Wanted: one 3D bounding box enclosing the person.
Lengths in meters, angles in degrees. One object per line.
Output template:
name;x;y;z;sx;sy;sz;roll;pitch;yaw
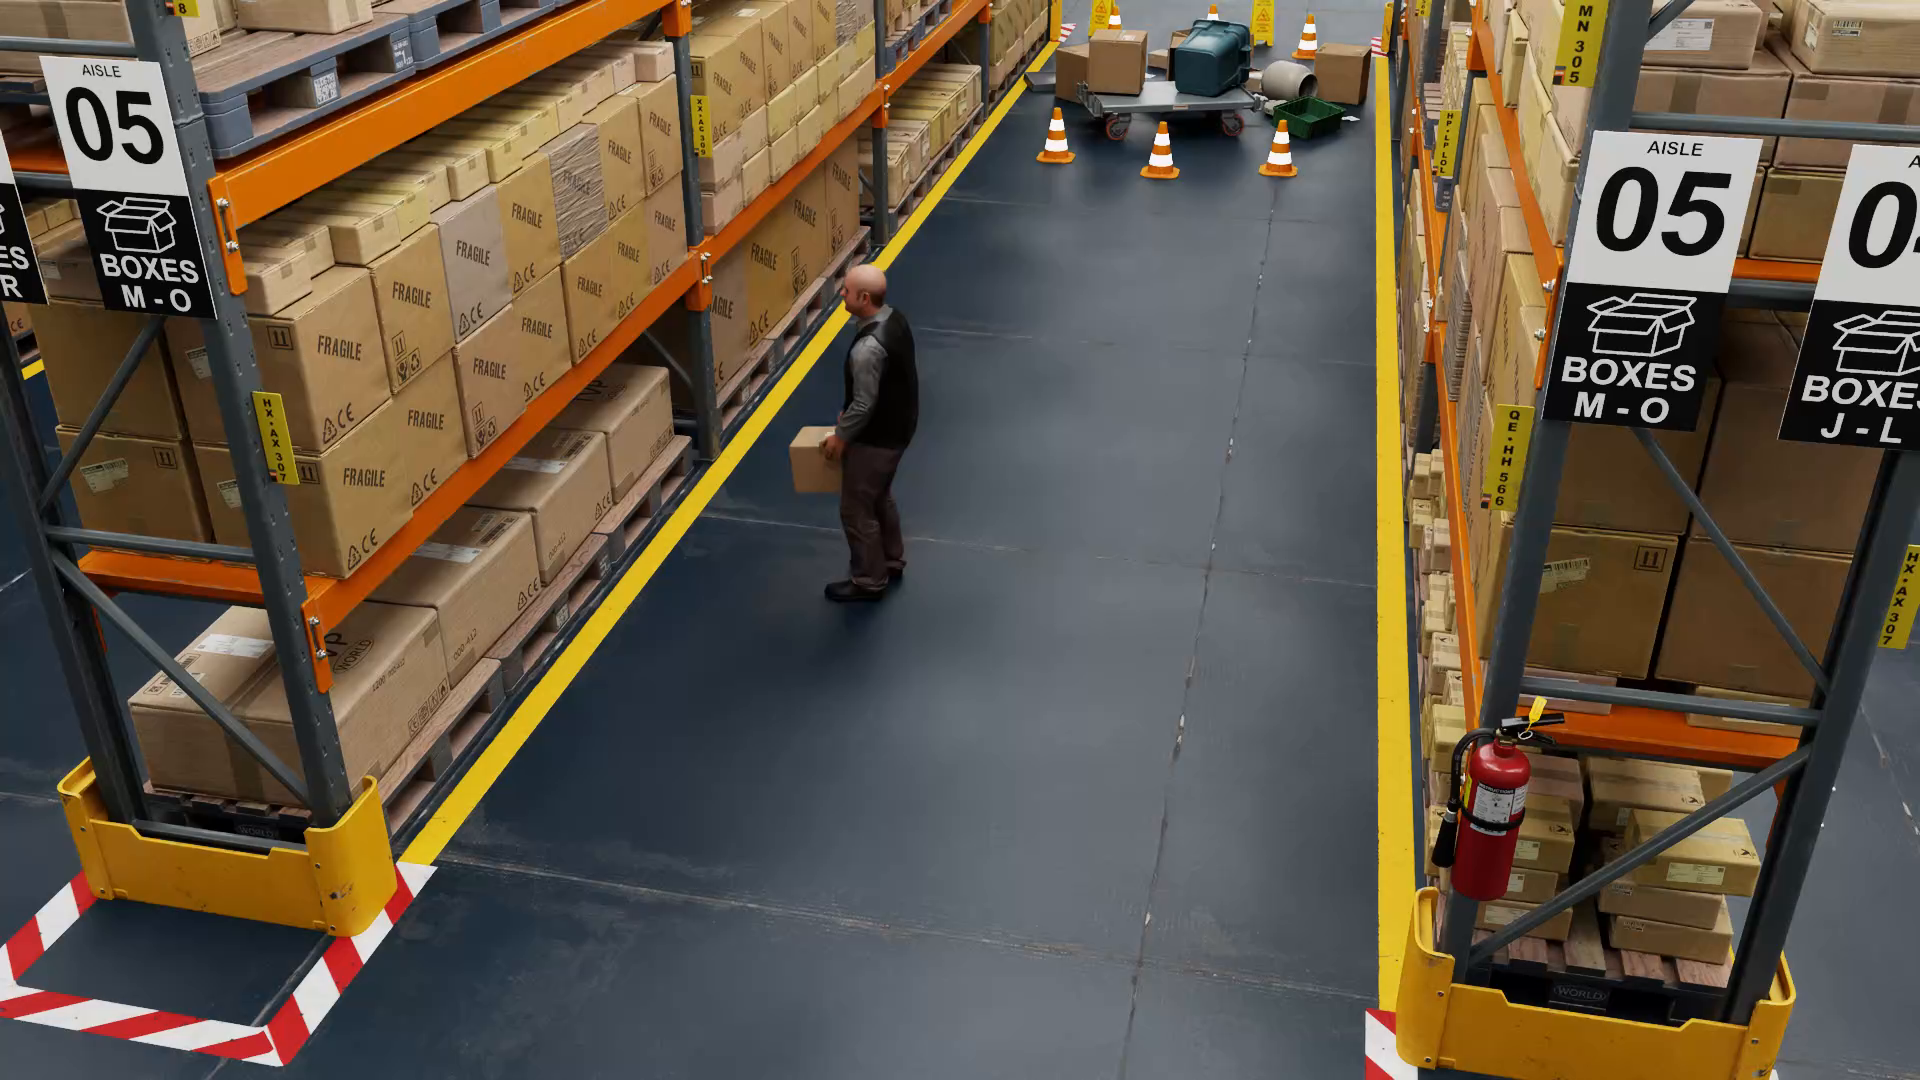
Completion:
person;-0.434;-0.511;8.081;0.470;1.727;0.551;5;29;10
